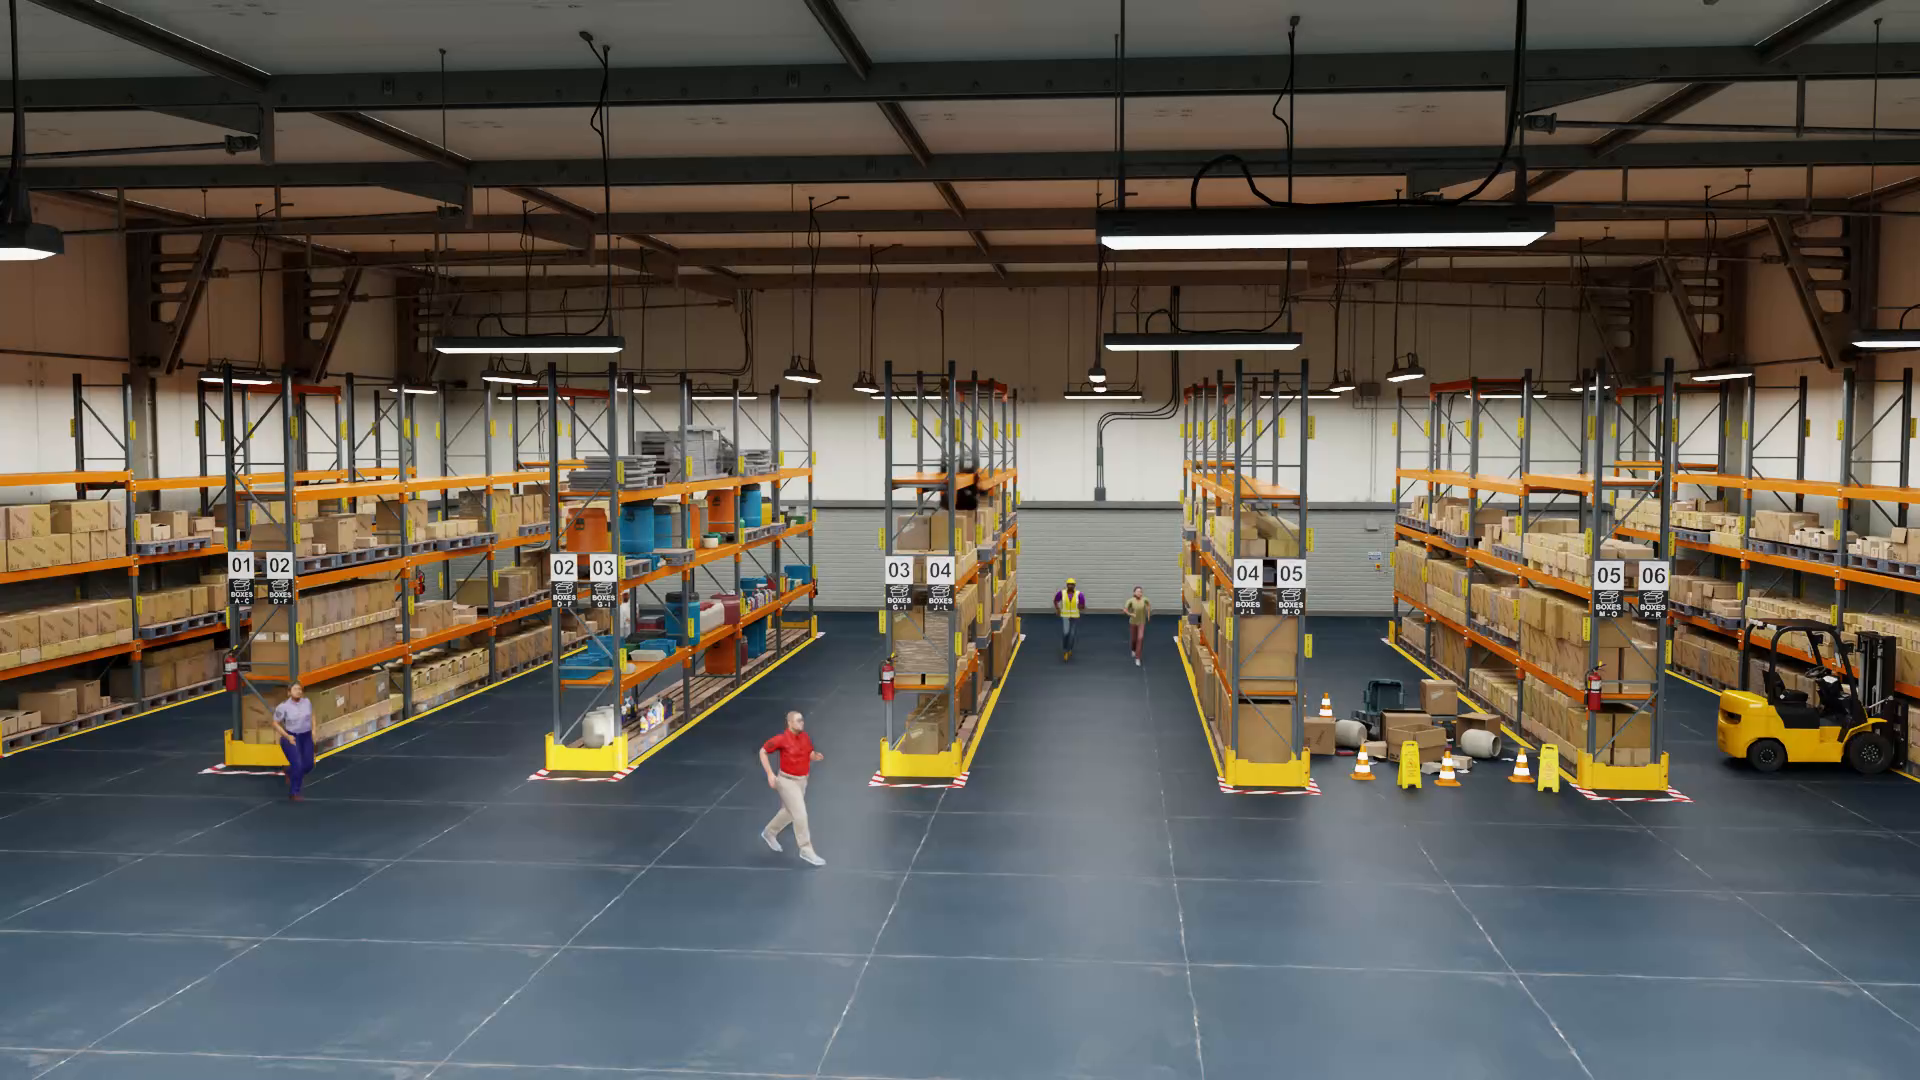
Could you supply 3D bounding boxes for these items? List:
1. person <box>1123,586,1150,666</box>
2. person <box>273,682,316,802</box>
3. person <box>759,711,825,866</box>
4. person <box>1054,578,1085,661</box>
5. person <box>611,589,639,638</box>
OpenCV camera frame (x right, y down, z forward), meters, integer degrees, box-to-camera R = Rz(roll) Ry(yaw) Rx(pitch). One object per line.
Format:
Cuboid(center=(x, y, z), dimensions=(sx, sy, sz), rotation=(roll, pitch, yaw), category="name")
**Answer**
Cuboid(center=(3.813, 1.820, 35.791), dimensions=(0.599, 1.662, 1.003), rotation=(0, 4, -1), category="person")
Cuboid(center=(-9.042, 2.728, 22.579), dimensions=(0.621, 1.632, 0.615), rotation=(3, 5, 38), category="person")
Cuboid(center=(-1.948, 2.847, 19.310), dimensions=(0.949, 1.742, 0.652), rotation=(2, 4, 29), category="person")
Cuboid(center=(2.412, 1.737, 36.410), dimensions=(0.672, 1.823, 0.763), rotation=(0, 4, -4), category="person")
Cuboid(center=(-7.143, 1.855, 35.419), dimensions=(0.592, 1.629, 0.583), rotation=(0, 4, -7), category="person")
